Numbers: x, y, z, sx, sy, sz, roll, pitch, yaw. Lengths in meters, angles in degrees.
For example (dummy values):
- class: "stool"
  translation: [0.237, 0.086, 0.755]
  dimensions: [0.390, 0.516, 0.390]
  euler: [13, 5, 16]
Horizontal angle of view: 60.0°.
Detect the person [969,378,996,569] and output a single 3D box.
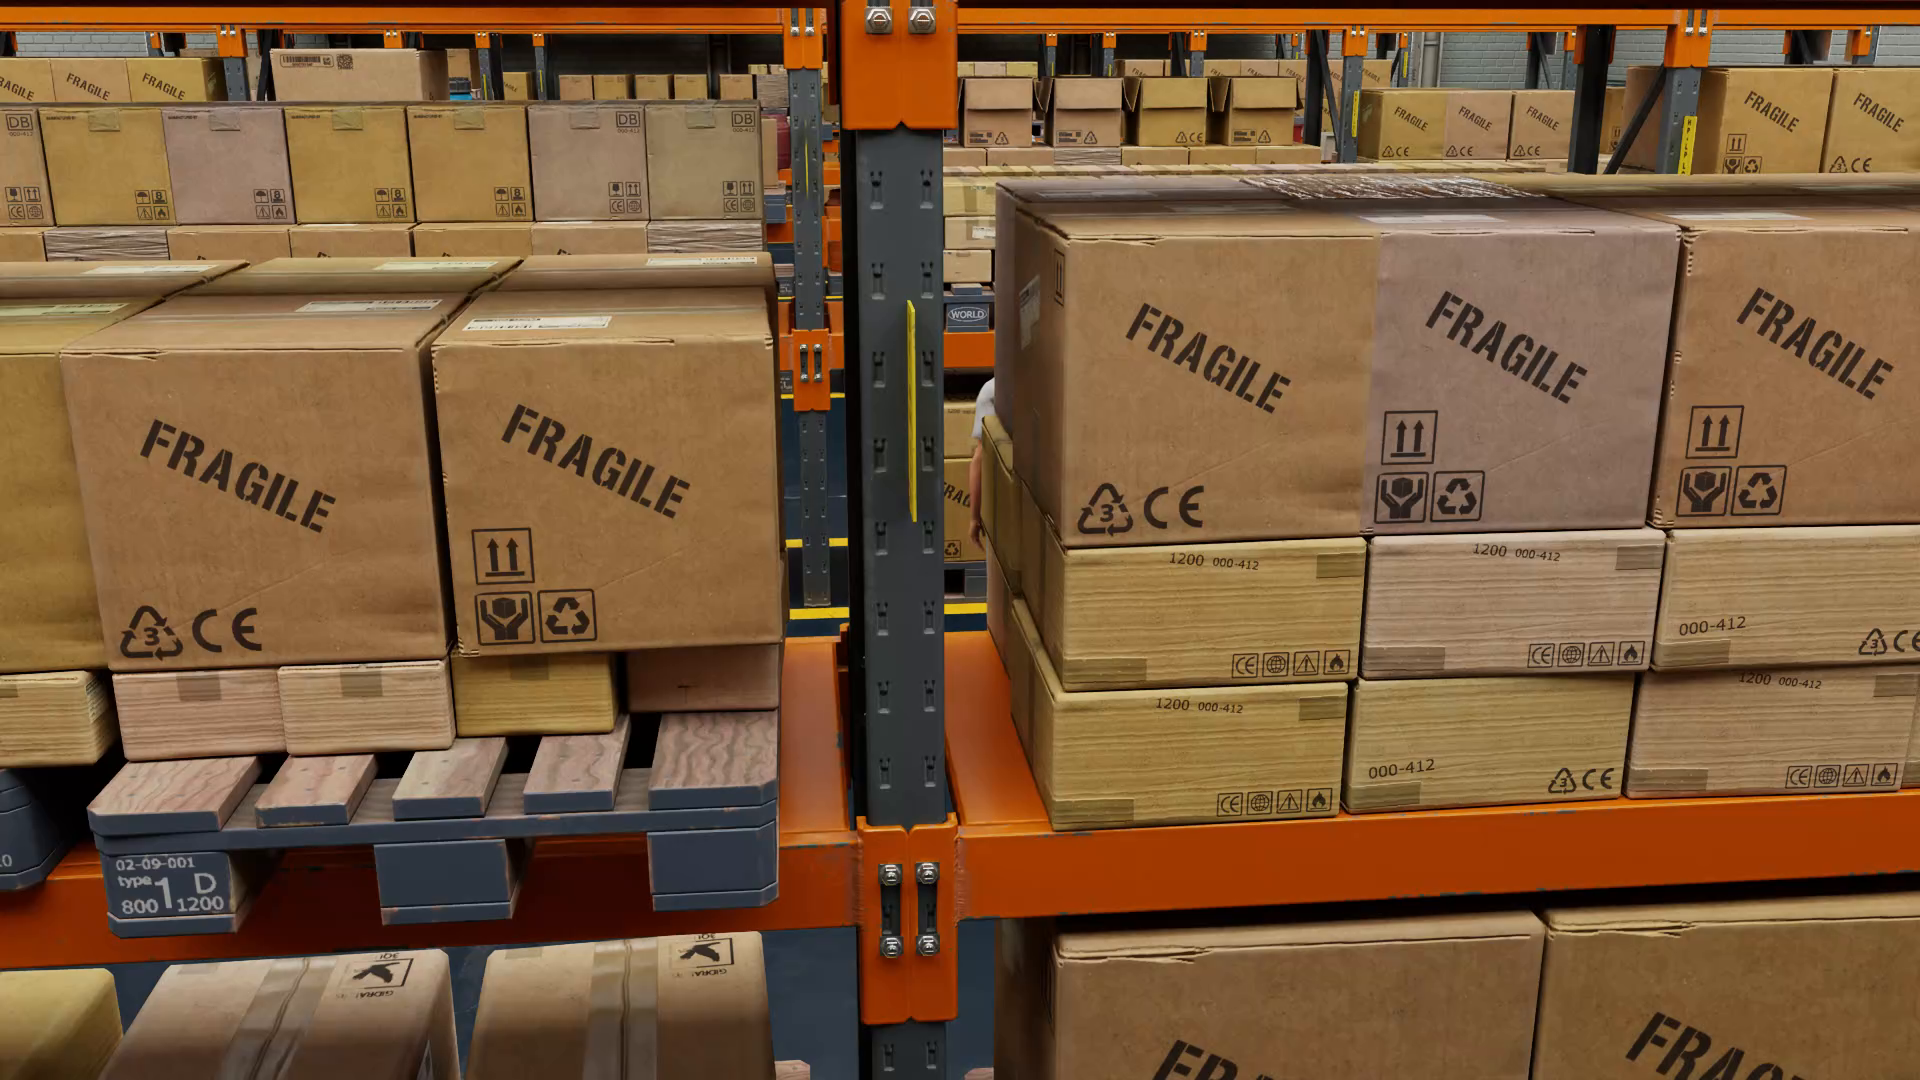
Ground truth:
- class: "person"
  translation: [0.280, -0.072, 6.281]
  dimensions: [0.501, 1.672, 0.351]
  euler: [-2, 17, -7]
